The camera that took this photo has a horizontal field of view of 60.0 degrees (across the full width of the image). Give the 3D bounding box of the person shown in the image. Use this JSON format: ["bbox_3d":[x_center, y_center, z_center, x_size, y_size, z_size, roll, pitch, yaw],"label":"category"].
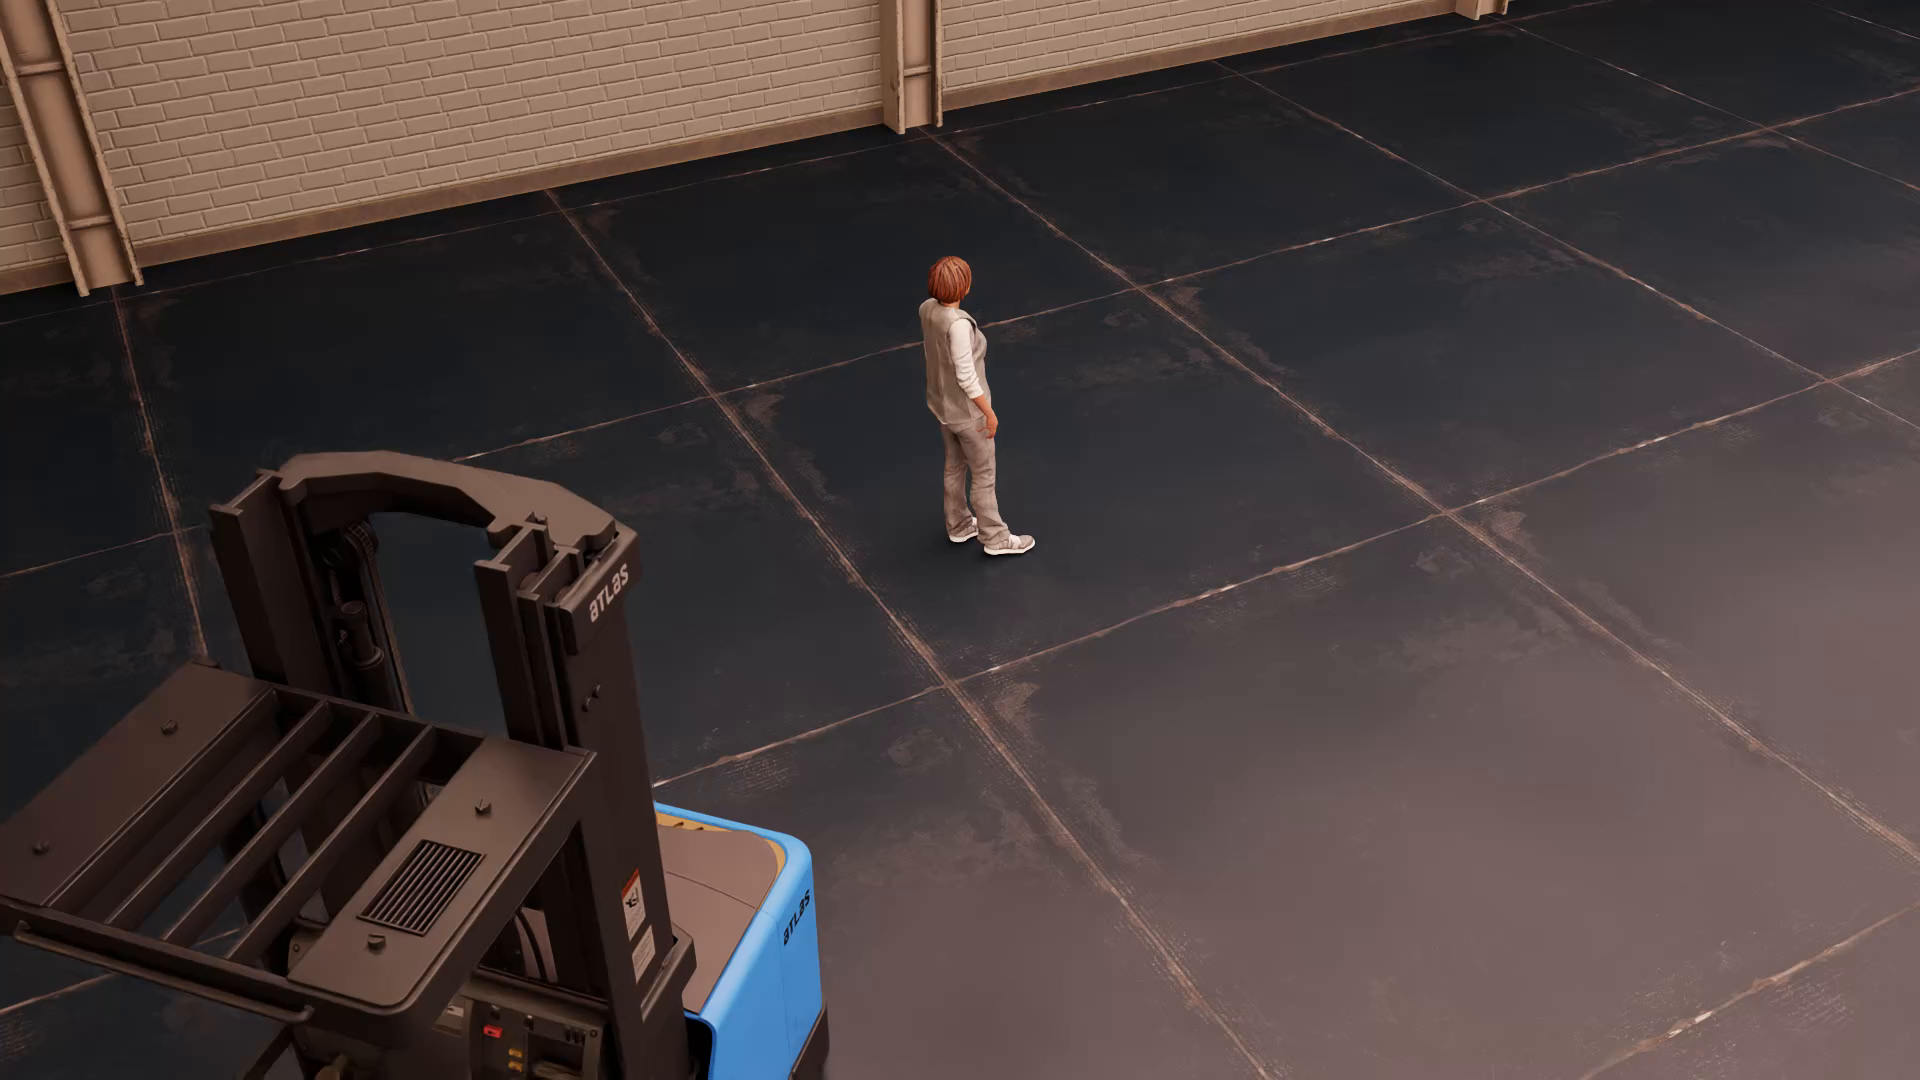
[{"bbox_3d":[0.072,-0.671,8.216,0.473,1.599,0.521,-17,39,-23],"label":"person"}]

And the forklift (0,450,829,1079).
[{"bbox_3d":[-1.413,1.378,4.174,1.130,2.935,3.031,11,37,15],"label":"forklift"}]
